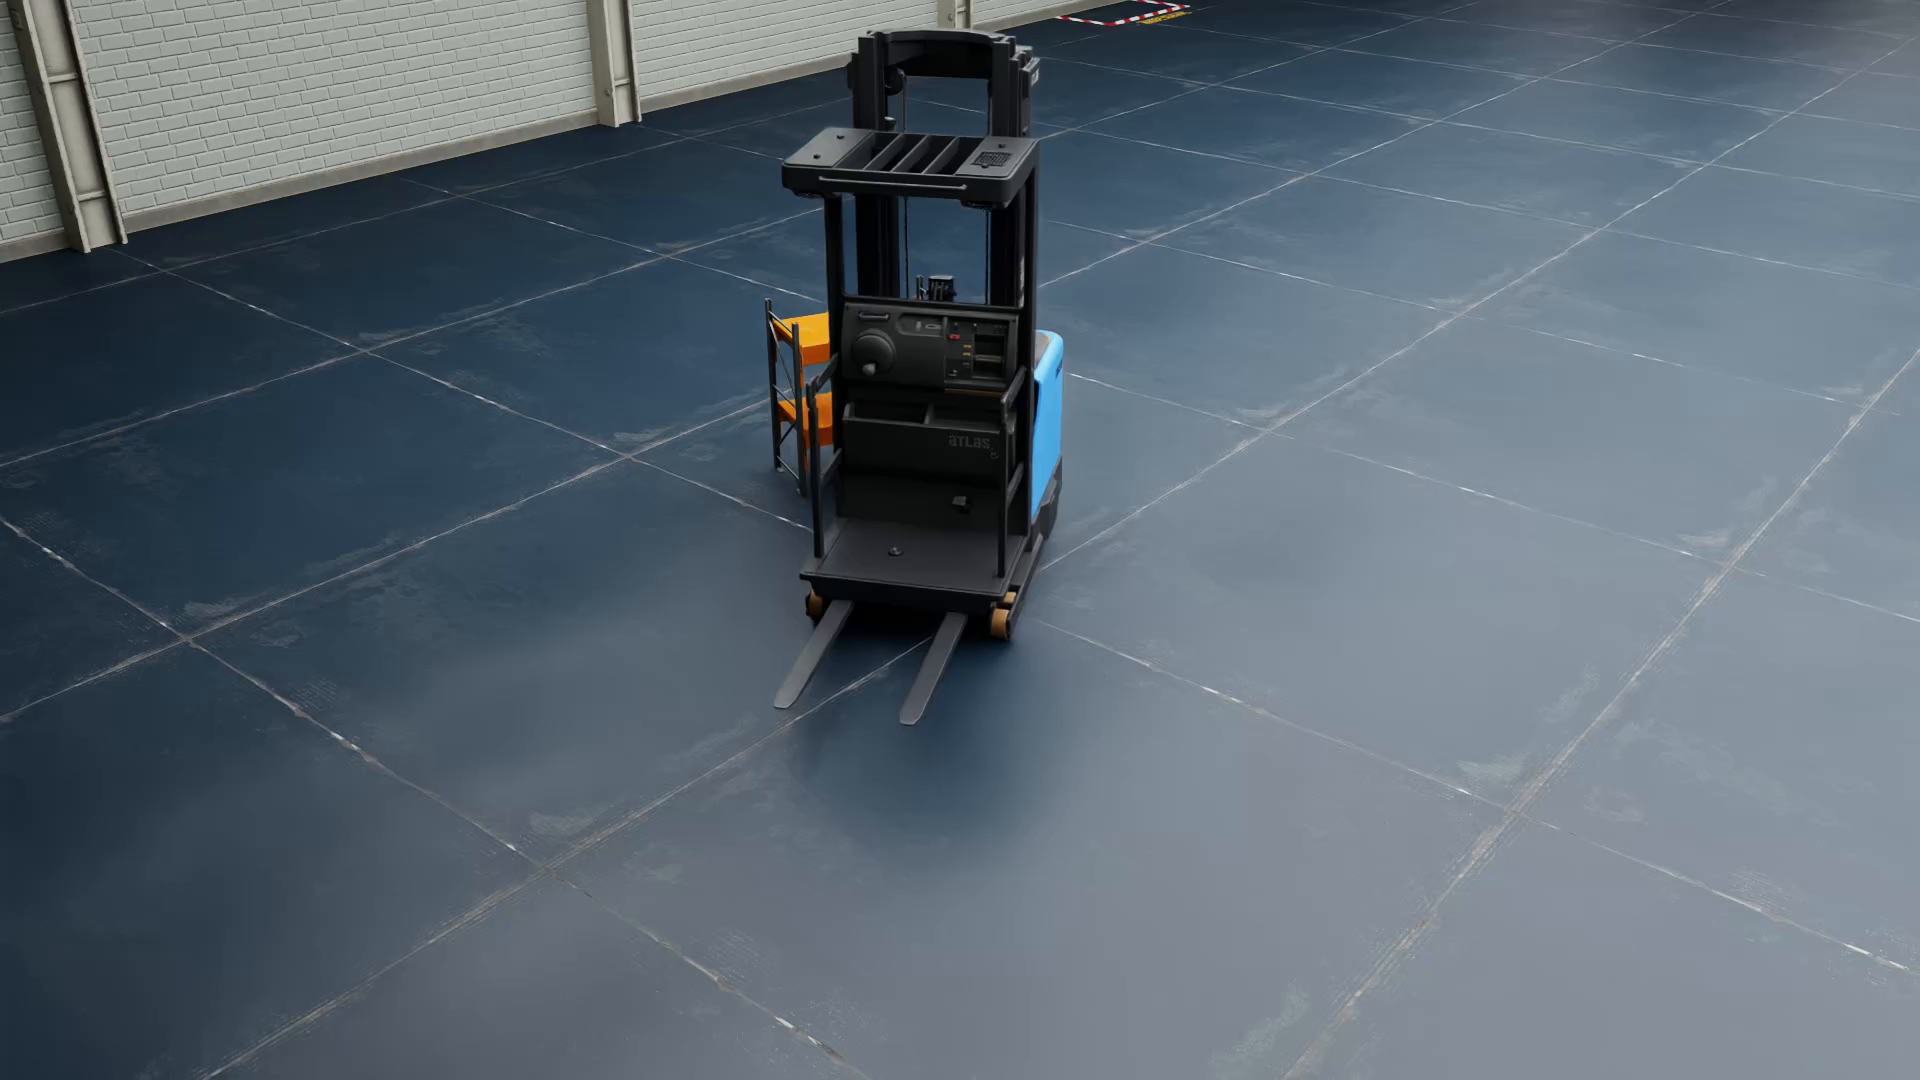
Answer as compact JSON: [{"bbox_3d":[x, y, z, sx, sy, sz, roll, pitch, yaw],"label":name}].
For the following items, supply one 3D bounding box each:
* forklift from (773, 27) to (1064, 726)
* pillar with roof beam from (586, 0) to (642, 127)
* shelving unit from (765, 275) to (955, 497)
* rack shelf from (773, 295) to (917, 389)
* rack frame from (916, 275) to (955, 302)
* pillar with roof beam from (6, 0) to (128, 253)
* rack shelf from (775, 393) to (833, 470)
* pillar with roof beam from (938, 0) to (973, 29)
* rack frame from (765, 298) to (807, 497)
[{"bbox_3d":[-0.205,-0.967,8.429,1.130,2.935,3.031,6,28,11],"label":"forklift"},{"bbox_3d":[-0.557,-7.506,14.466,9.100,9.000,0.400,21,34,34],"label":"pillar with roof beam"},{"bbox_3d":[-0.612,-0.973,10.406,1.048,1.125,0.538,-13,30,-23],"label":"shelving unit"},{"bbox_3d":[-0.612,-1.233,10.271,1.000,0.278,0.538,-13,30,-23],"label":"rack shelf"},{"bbox_3d":[-0.154,-1.075,10.603,0.032,1.125,0.500,-13,30,-23],"label":"rack frame"},{"bbox_3d":[-4.373,-5.379,10.354,9.100,9.000,0.400,21,34,34],"label":"pillar with roof beam"},{"bbox_3d":[-0.612,-0.755,10.518,1.000,0.278,0.538,-13,30,-23],"label":"rack shelf"},{"bbox_3d":[3.260,-9.634,18.578,9.100,9.000,0.400,21,34,34],"label":"pillar with roof beam"},{"bbox_3d":[-1.069,-0.871,10.209,0.032,1.125,0.500,-13,30,-23],"label":"rack frame"}]
